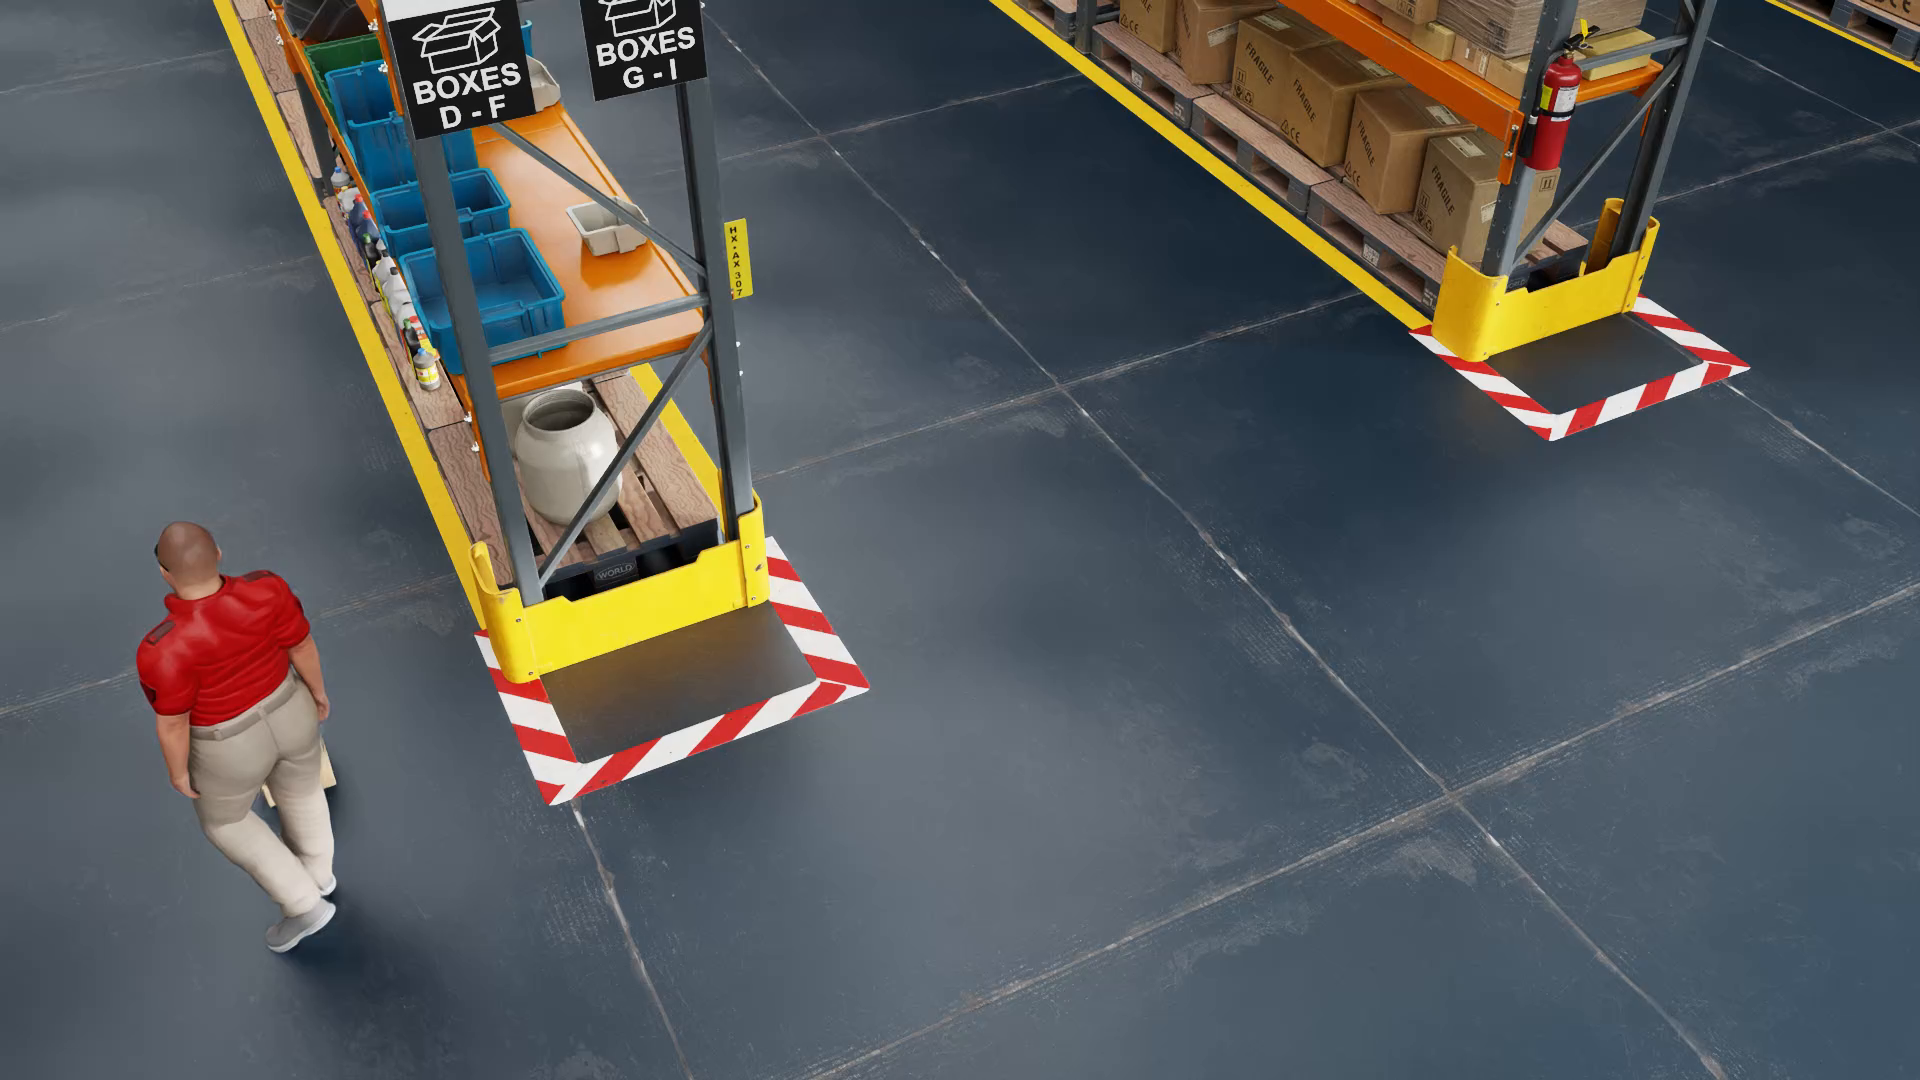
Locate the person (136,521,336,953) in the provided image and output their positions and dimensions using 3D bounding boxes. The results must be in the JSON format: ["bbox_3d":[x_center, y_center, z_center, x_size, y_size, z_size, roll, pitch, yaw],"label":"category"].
[{"bbox_3d":[-2.323,0.625,5.448,0.554,1.738,0.554,27,48,27],"label":"person"}]
